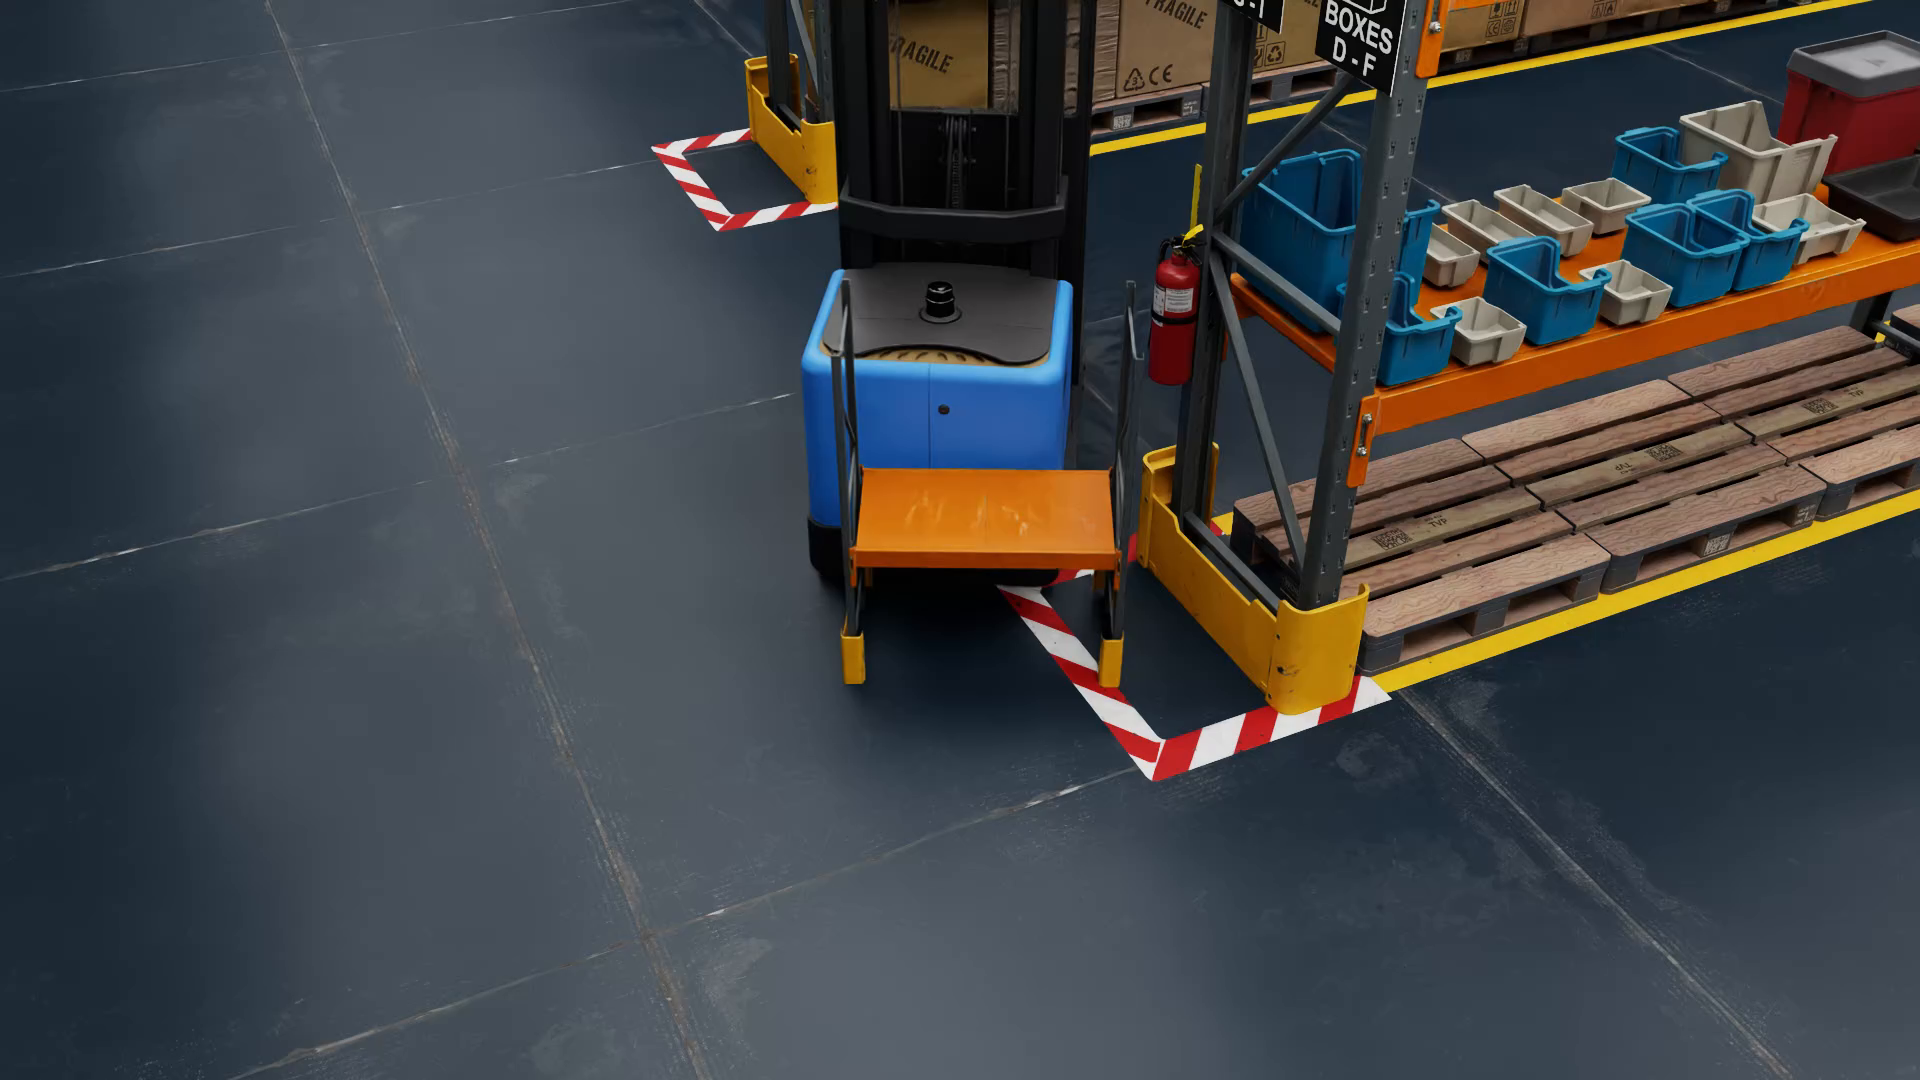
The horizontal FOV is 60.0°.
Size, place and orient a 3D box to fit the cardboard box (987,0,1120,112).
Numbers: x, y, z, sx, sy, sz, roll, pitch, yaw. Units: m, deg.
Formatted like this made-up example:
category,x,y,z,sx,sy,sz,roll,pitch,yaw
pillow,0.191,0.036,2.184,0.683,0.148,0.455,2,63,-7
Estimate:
category,x,y,z,sx,sy,sz,roll,pitch,yaw
cardboard box,0.418,-3.315,10.633,0.875,0.875,0.875,-16,39,-20

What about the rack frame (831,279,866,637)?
category,x,y,z,sx,sy,sz,roll,pitch,yaw
rack frame,-0.411,-0.198,6.232,0.032,1.500,0.500,1,40,1

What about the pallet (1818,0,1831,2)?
category,x,y,z,sx,sy,sz,roll,pitch,yaw
pallet,6.999,-4.666,13.364,1.213,0.211,1.003,-16,39,-20

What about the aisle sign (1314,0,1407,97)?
category,x,y,z,sx,sy,sz,roll,pitch,yaw
aisle sign,1.215,-1.759,4.922,0.004,0.787,0.394,-16,39,-20

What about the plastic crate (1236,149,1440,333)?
category,x,y,z,sx,sy,sz,roll,pitch,yaw
plastic crate,1.377,-1.117,6.158,0.499,0.435,0.616,-16,39,-20

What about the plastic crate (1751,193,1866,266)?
category,x,y,z,sx,sy,sz,roll,pitch,yaw
plastic crate,3.326,-1.221,6.549,0.466,0.136,0.293,-16,39,-20

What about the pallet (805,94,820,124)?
category,x,y,z,sx,sy,sz,roll,pitch,yaw
pallet,-0.260,-2.689,10.698,1.213,0.211,1.003,-16,39,-20

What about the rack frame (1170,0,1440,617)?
category,x,y,z,sx,sy,sz,roll,pitch,yaw
rack frame,1.154,-0.893,5.937,0.127,3.000,1.000,-16,39,-20

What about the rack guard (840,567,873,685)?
category,x,y,z,sx,sy,sz,roll,pitch,yaw
rack guard,-0.409,0.281,6.633,0.087,0.250,0.587,1,40,1

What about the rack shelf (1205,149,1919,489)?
category,x,y,z,sx,sy,sz,roll,pitch,yaw
rack shelf,2.964,-1.111,6.833,4.000,0.370,1.077,-16,39,-20

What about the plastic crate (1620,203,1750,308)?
category,x,y,z,sx,sy,sz,roll,pitch,yaw
plastic crate,2.709,-1.068,6.263,0.300,0.233,0.416,-16,39,-20

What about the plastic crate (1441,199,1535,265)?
category,x,y,z,sx,sy,sz,roll,pitch,yaw
plastic crate,2.083,-1.181,6.496,0.243,0.136,0.396,-16,39,-20

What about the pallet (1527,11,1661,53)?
category,x,y,z,sx,sy,sz,roll,pitch,yaw
pallet,4.443,-4.004,12.471,1.213,0.211,1.003,-16,39,-20

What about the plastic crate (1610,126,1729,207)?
category,x,y,z,sx,sy,sz,roll,pitch,yaw
plastic crate,2.904,-1.508,6.856,0.300,0.233,0.416,-16,39,-20

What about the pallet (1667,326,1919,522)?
category,x,y,z,sx,sy,sz,roll,pitch,yaw
pallet,4.126,-0.579,7.853,1.213,0.211,1.003,-16,39,-20

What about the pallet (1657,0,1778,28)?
category,x,y,z,sx,sy,sz,roll,pitch,yaw
pallet,5.546,-4.310,12.884,1.213,0.211,1.003,-16,39,-20

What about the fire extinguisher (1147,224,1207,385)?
category,x,y,z,sx,sy,sz,roll,pitch,yaw
fire extinguisher,0.824,-0.919,6.350,0.183,0.674,0.296,-16,39,-20

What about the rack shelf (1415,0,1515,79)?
category,x,y,z,sx,sy,sz,roll,pitch,yaw
rack shelf,2.964,-2.315,5.940,4.000,0.370,1.077,-16,39,-20

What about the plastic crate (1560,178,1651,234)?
category,x,y,z,sx,sy,sz,roll,pitch,yaw
plastic crate,2.585,-1.350,6.723,0.250,0.136,0.298,-16,39,-20

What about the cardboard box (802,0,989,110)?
category,x,y,z,sx,sy,sz,roll,pitch,yaw
cardboard box,-0.405,-3.085,10.322,0.875,0.875,0.875,-16,39,-20

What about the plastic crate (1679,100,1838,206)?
category,x,y,z,sx,sy,sz,roll,pitch,yaw
plastic crate,3.314,-1.595,6.932,0.530,0.282,0.437,-16,39,-20

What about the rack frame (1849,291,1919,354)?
category,x,y,z,sx,sy,sz,roll,pitch,yaw
rack frame,4.775,-1.906,7.302,0.127,3.000,1.000,-16,39,-20

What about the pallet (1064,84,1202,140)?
category,x,y,z,sx,sy,sz,roll,pitch,yaw
pallet,0.843,-2.995,11.111,1.213,0.211,1.003,-16,39,-20

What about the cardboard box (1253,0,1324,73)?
category,x,y,z,sx,sy,sz,roll,pitch,yaw
cardboard box,2.039,-3.768,11.244,0.875,0.875,0.875,-16,39,-20

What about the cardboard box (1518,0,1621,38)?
category,x,y,z,sx,sy,sz,roll,pitch,yaw
cardboard box,4.050,-4.292,11.949,0.875,0.875,1.225,-17,40,-21

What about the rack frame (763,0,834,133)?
category,x,y,z,sx,sy,sz,roll,pitch,yaw
rack frame,-0.951,-3.564,9.538,0.127,3.000,1.000,-16,39,-20

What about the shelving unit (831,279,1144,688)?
category,x,y,z,sx,sy,sz,roll,pitch,yaw
shelving unit,0.088,-0.193,6.224,1.083,1.500,0.587,1,40,1

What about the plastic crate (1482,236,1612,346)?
category,x,y,z,sx,sy,sz,roll,pitch,yaw
plastic crate,2.113,-0.902,6.038,0.300,0.233,0.416,-16,39,-20

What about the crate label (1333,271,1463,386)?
category,x,y,z,sx,sy,sz,roll,pitch,yaw
crate label,1.517,-0.735,5.813,0.303,0.233,0.416,-16,39,-20

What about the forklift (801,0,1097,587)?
category,x,y,z,sx,sy,sz,roll,pitch,yaw
forklift,0.038,-1.848,7.281,1.130,2.935,3.031,4,37,5

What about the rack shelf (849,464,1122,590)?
category,x,y,z,sx,sy,sz,roll,pitch,yaw
rack shelf,0.097,-0.055,6.339,1.000,0.185,0.538,1,40,1

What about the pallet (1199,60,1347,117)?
category,x,y,z,sx,sy,sz,roll,pitch,yaw
pallet,1.949,-3.307,11.531,1.213,0.211,1.003,-16,39,-20

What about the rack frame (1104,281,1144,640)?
category,x,y,z,sx,sy,sz,roll,pitch,yaw
rack frame,0.605,-0.187,6.216,0.032,1.500,0.500,1,40,1

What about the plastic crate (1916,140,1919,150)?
category,x,y,z,sx,sy,sz,roll,pitch,yaw
plastic crate,4.293,-1.783,7.307,0.243,0.136,0.396,-16,39,-20

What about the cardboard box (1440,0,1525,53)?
category,x,y,z,sx,sy,sz,roll,pitch,yaw
cardboard box,3.241,-4.065,11.644,0.875,0.875,1.225,-15,39,-20

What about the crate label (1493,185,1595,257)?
category,x,y,z,sx,sy,sz,roll,pitch,yaw
crate label,2.325,-1.265,6.608,0.243,0.136,0.396,-16,39,-20

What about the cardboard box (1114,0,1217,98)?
category,x,y,z,sx,sy,sz,roll,pitch,yaw
cardboard box,1.224,-3.540,10.936,0.875,0.875,0.875,-16,39,-20

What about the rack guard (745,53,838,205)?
category,x,y,z,sx,sy,sz,roll,pitch,yaw
rack guard,-0.972,-2.554,10.274,0.348,0.500,1.175,-16,39,-20

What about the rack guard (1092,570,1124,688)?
category,x,y,z,sx,sy,sz,roll,pitch,yaw
rack guard,0.587,0.292,6.617,0.087,0.250,0.587,1,40,1

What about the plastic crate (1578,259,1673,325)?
category,x,y,z,sx,sy,sz,roll,pitch,yaw
plastic crate,2.457,-0.905,6.123,0.298,0.136,0.250,-16,39,-20

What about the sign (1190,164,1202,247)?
category,x,y,z,sx,sy,sz,roll,pitch,yaw
sign,0.905,-1.251,6.282,0.005,0.325,0.100,-16,39,-20

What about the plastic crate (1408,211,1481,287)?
category,x,y,z,sx,sy,sz,roll,pitch,yaw
plastic crate,1.815,-1.116,6.407,0.243,0.136,0.396,-16,39,-20

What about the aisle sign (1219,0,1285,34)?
category,x,y,z,sx,sy,sz,roll,pitch,yaw
aisle sign,0.964,-2.077,5.351,0.004,0.787,0.394,-16,39,-20

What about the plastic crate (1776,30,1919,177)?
category,x,y,z,sx,sy,sz,roll,pitch,yaw
plastic crate,3.860,-1.865,7.142,0.583,0.464,0.402,-16,39,-20

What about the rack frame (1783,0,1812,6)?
category,x,y,z,sx,sy,sz,roll,pitch,yaw
rack frame,6.291,-5.589,12.268,0.127,3.000,1.000,-16,39,-20

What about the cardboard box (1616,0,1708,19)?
category,x,y,z,sx,sy,sz,roll,pitch,yaw
cardboard box,4.847,-4.520,12.257,0.875,0.875,1.225,-15,39,-20

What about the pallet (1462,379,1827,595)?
category,x,y,z,sx,sy,sz,roll,pitch,yaw
pallet,3.020,-0.268,7.434,1.213,0.211,1.003,-16,39,-20

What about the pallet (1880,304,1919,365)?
category,x,y,z,sx,sy,sz,roll,pitch,yaw
pallet,5.491,-0.959,8.365,1.213,0.211,1.003,-16,39,-20

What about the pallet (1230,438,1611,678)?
category,x,y,z,sx,sy,sz,roll,pitch,yaw
pallet,1.917,0.039,7.021,1.213,0.211,1.003,-16,39,-20

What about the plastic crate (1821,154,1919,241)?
category,x,y,z,sx,sy,sz,roll,pitch,yaw
plastic crate,3.876,-1.391,6.788,0.590,0.125,0.437,-16,39,-20

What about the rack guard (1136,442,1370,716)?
category,x,y,z,sx,sy,sz,roll,pitch,yaw
rack guard,1.137,0.124,6.664,0.348,0.500,1.175,-16,39,-20

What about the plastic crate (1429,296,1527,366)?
category,x,y,z,sx,sy,sz,roll,pitch,yaw
plastic crate,1.843,-0.733,5.891,0.298,0.136,0.250,-16,39,-20

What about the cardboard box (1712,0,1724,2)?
category,x,y,z,sx,sy,sz,roll,pitch,yaw
cardboard box,5.658,-4.741,12.555,0.875,0.875,1.225,-17,40,-22

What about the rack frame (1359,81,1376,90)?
category,x,y,z,sx,sy,sz,roll,pitch,yaw
rack frame,2.670,-4.577,10.903,0.127,3.000,1.000,-16,39,-20

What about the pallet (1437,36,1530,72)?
category,x,y,z,sx,sy,sz,roll,pitch,yaw
pallet,3.337,-3.693,12.052,1.213,0.211,1.003,-16,39,-20

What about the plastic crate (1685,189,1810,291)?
category,x,y,z,sx,sy,sz,roll,pitch,yaw
plastic crate,2.981,-1.144,6.365,0.300,0.233,0.416,-16,39,-20
